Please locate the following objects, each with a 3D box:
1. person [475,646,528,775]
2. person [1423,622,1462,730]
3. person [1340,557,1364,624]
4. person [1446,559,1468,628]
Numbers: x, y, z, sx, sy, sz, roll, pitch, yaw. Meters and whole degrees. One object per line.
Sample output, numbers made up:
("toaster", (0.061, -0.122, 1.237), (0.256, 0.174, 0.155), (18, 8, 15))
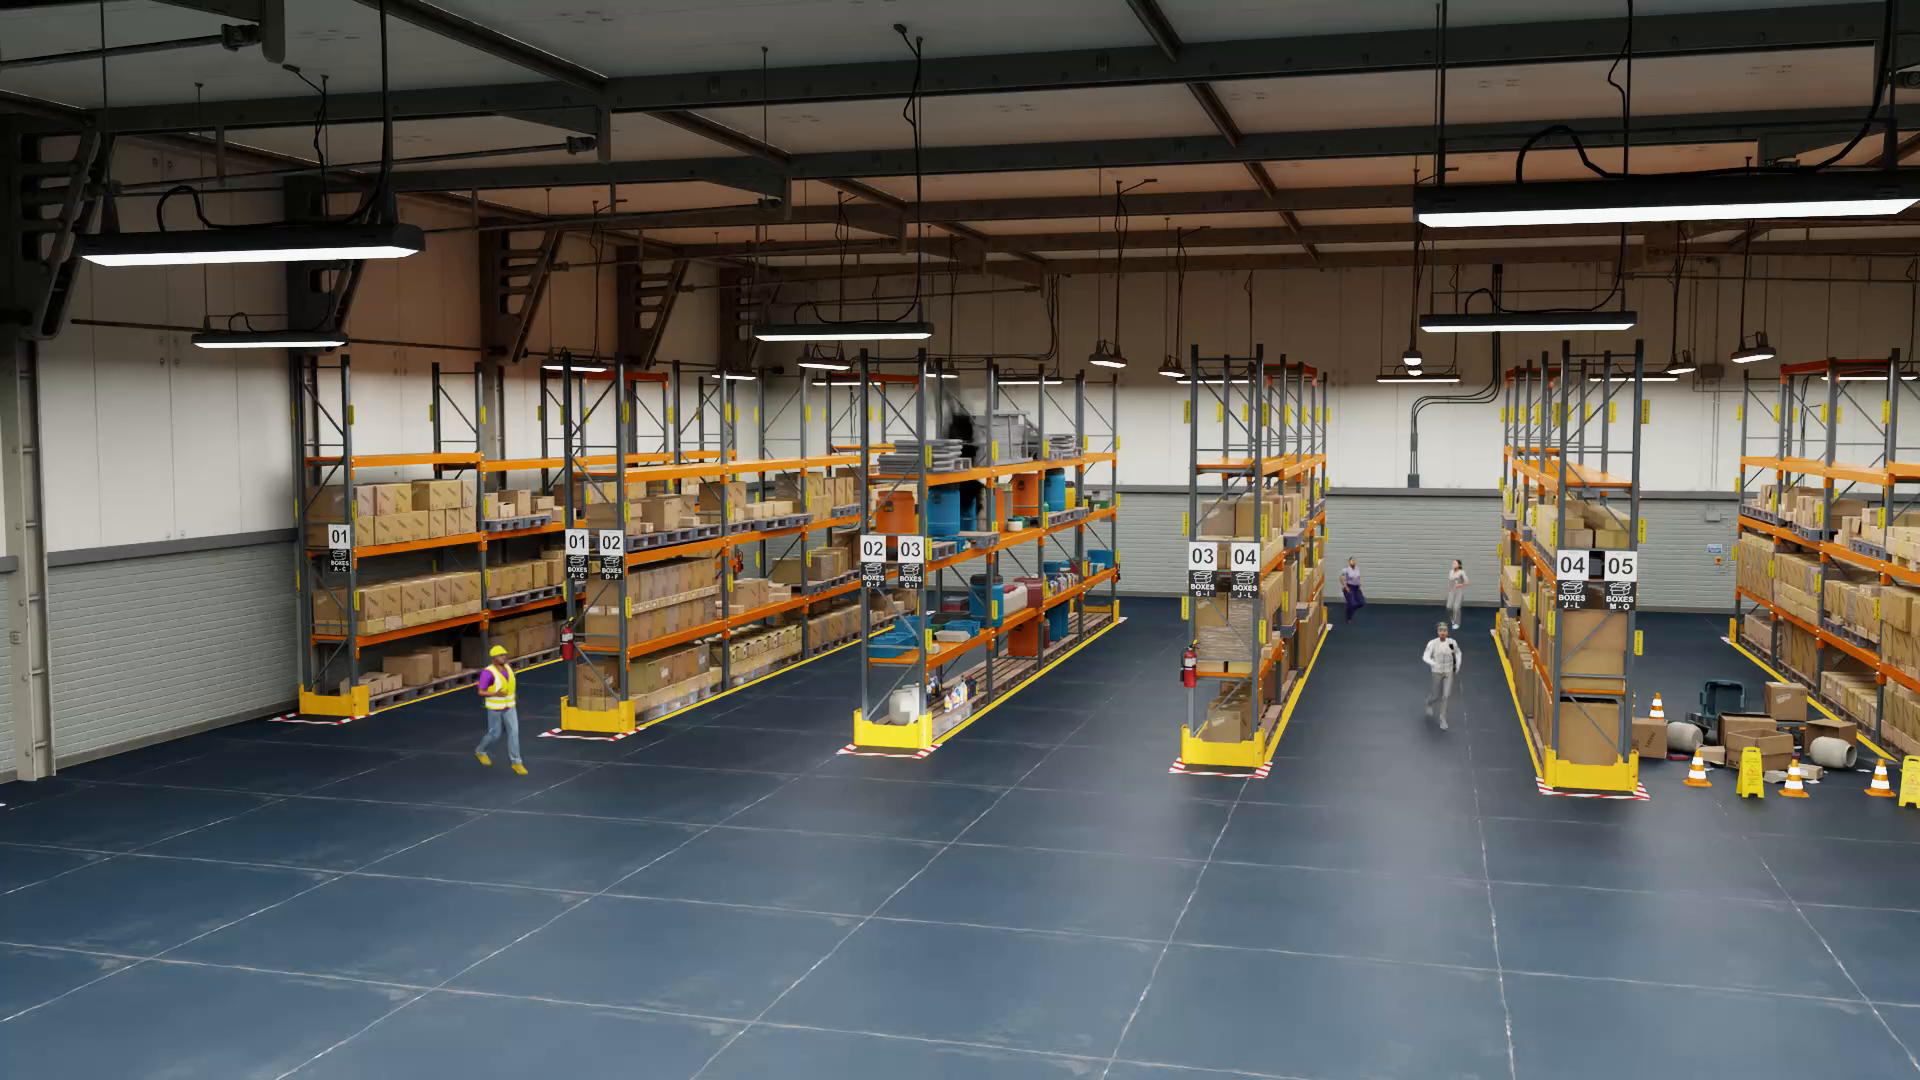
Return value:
("person", (-6.442, 2.362, 23.256), (0.962, 1.786, 0.694), (3, 5, 37))
("person", (7.793, 2.154, 26.878), (0.626, 1.702, 0.875), (1, 4, 8))
("person", (9.458, 1.218, 40.000), (0.635, 1.624, 0.502), (-2, 5, -27))
("person", (11.619, 1.264, 38.970), (0.552, 1.637, 0.561), (4, 6, 44))
